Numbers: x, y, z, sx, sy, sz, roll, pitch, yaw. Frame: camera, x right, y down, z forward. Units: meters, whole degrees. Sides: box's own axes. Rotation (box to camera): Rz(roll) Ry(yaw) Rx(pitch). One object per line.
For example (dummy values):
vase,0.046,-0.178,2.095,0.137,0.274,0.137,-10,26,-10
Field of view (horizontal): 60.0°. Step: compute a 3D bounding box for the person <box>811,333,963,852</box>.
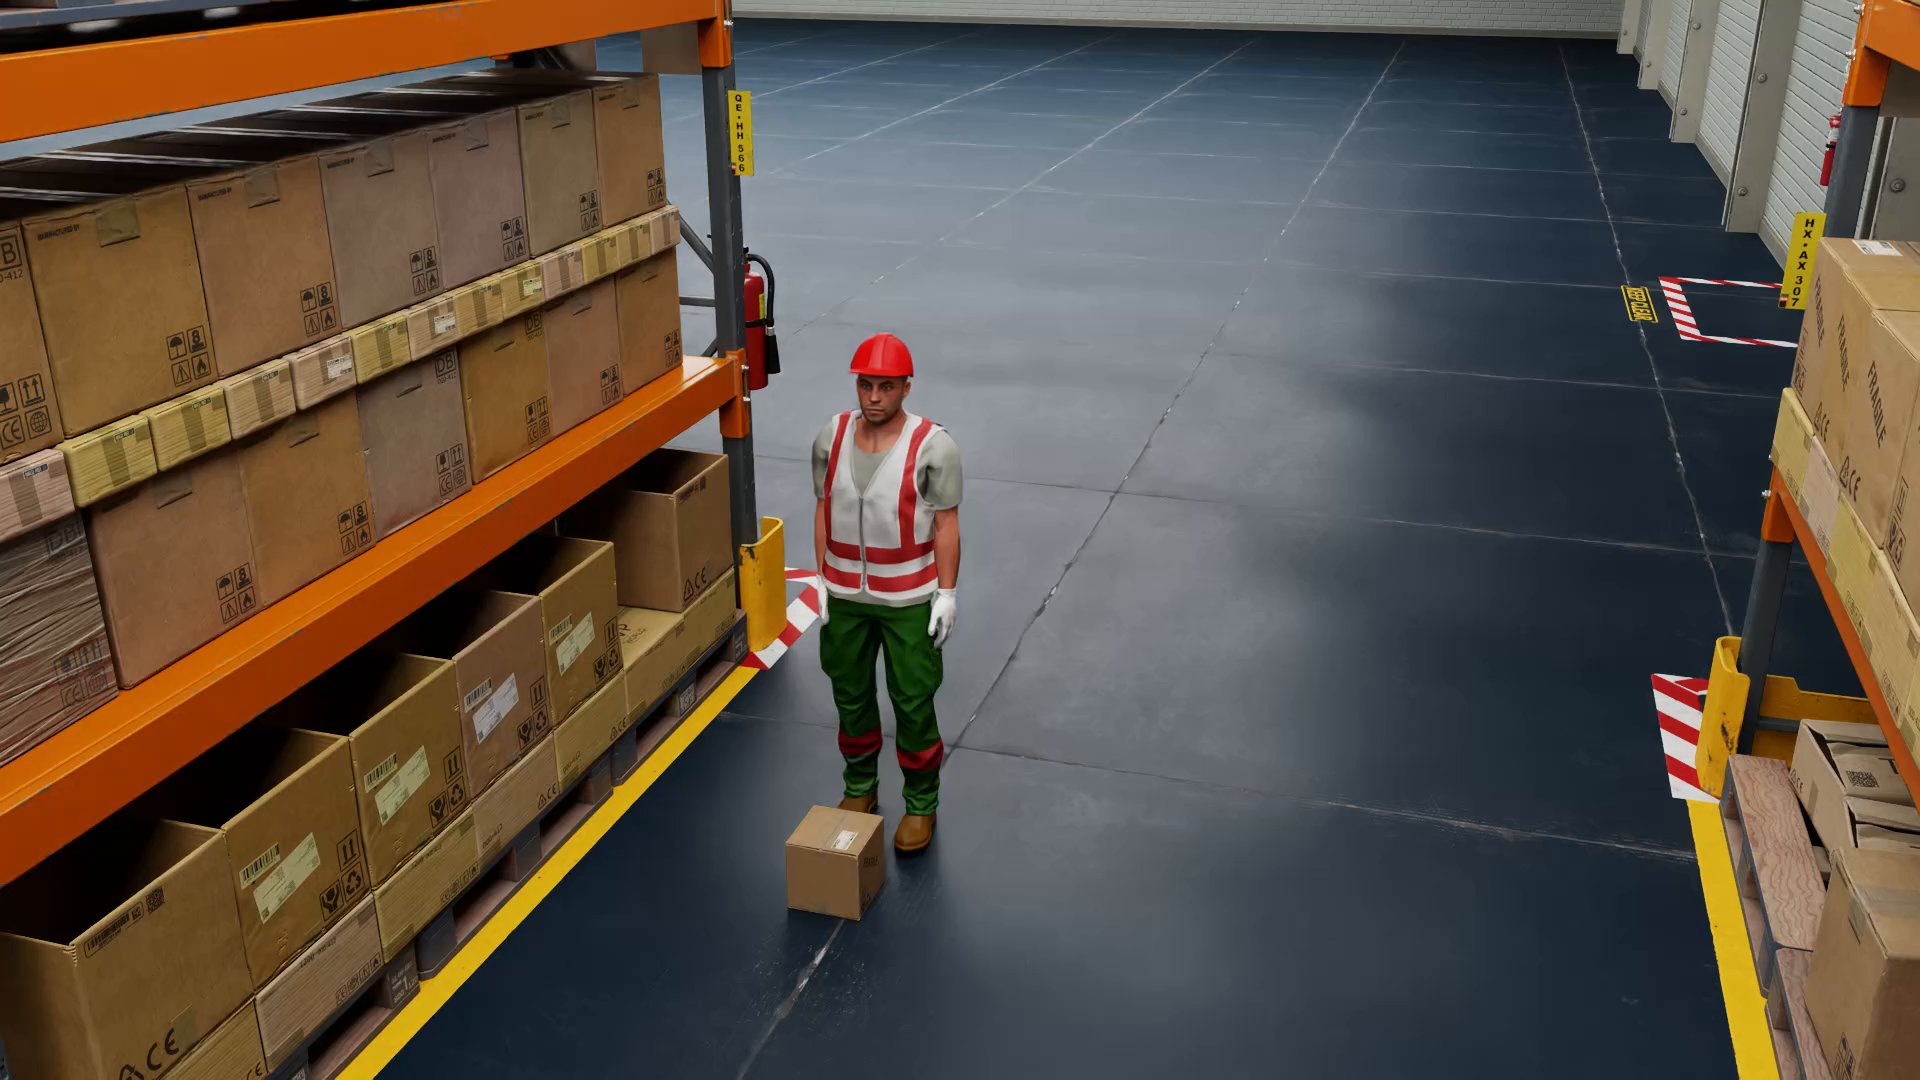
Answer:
person,-0.263,0.185,5.590,0.523,1.790,0.372,7,23,17
